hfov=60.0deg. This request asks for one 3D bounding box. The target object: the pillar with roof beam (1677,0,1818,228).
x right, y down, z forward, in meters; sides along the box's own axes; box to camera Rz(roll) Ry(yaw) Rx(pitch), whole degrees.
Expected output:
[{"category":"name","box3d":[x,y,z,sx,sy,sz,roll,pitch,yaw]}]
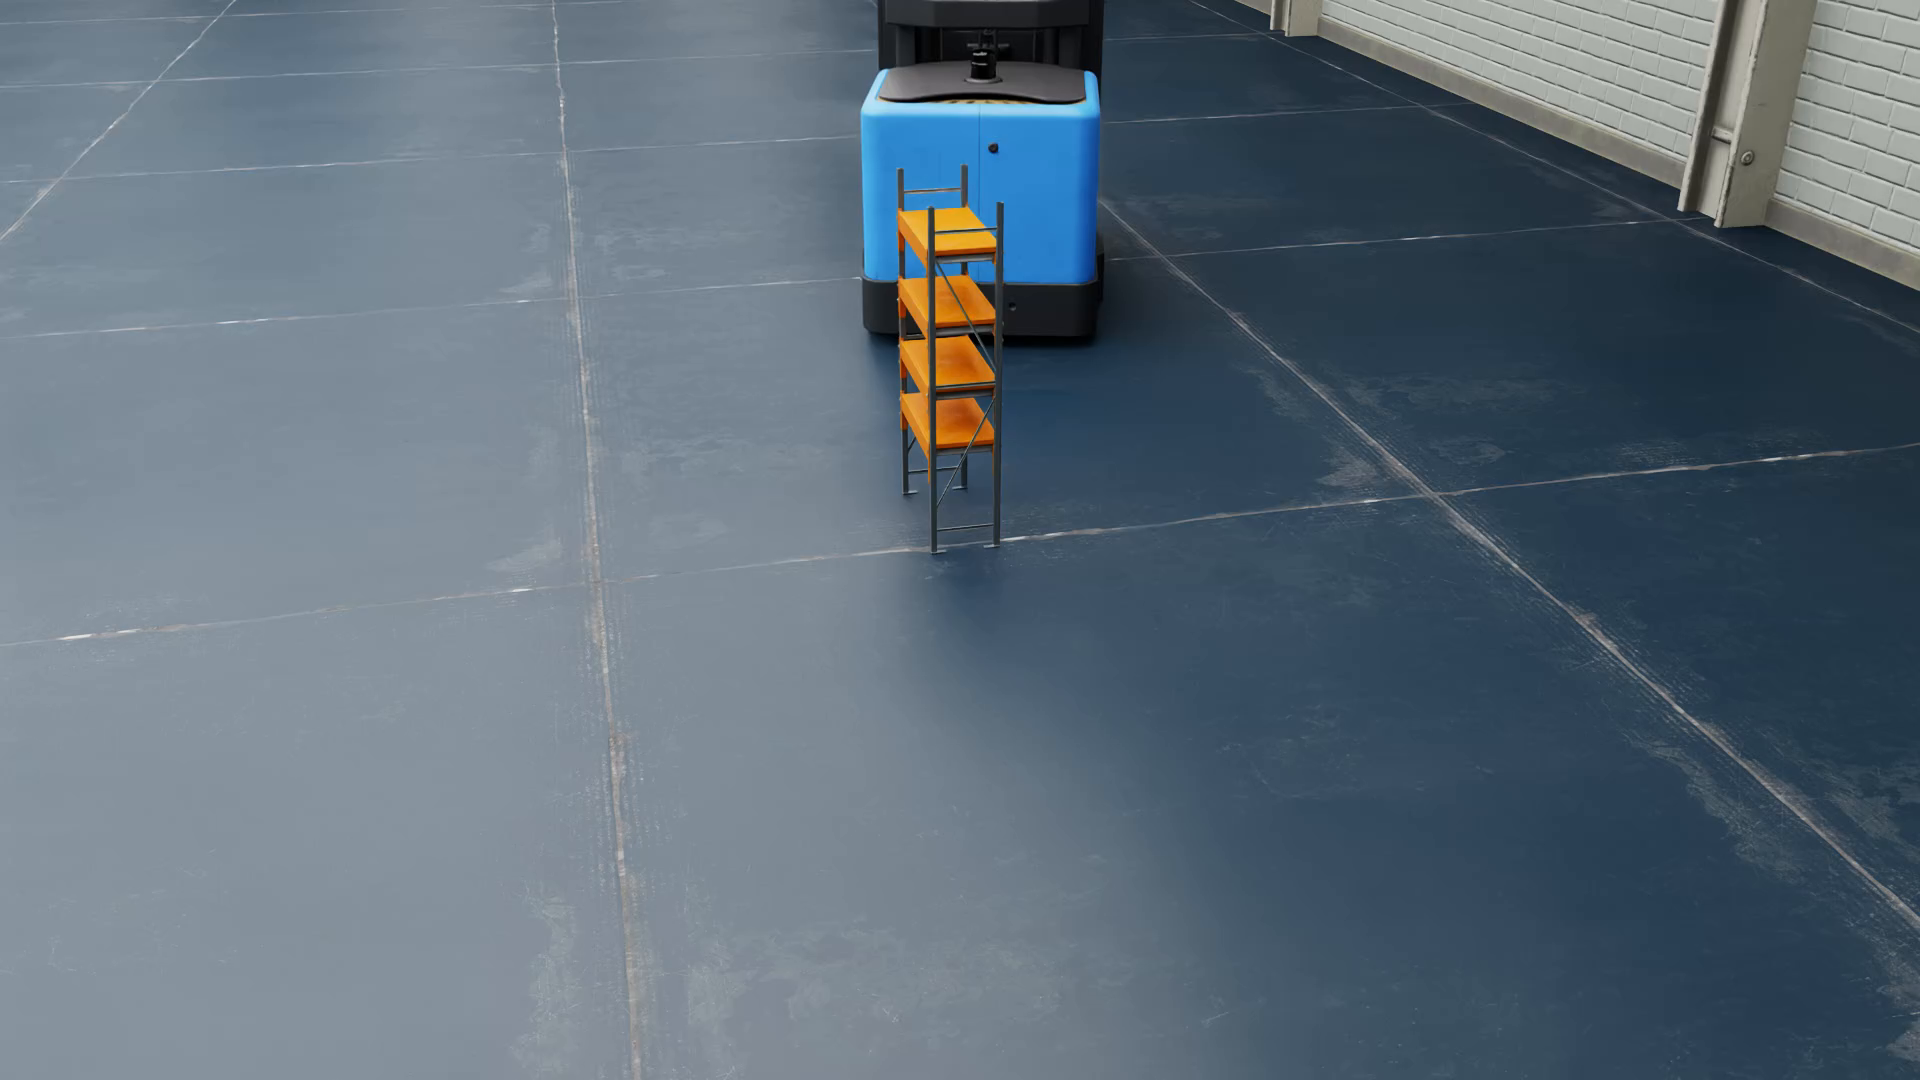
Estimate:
[{"category":"pillar with roof beam","box3d":[0.093,-5.401,6.463,9.100,9.000,0.400,-6,27,-12]}]

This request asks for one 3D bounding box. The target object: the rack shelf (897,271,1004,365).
[{"category":"rack shelf","box3d":[-0.037,-0.748,5.553,0.258,0.148,0.480,-6,27,-12]}]

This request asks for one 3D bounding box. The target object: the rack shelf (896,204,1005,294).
[{"category":"rack shelf","box3d":[-0.037,-0.959,5.447,0.258,0.148,0.480,-6,27,-12]}]

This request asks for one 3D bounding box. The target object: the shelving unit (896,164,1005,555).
[{"category":"shelving unit","box3d":[-0.037,-0.608,5.624,0.258,1.200,0.503,-6,27,-12]}]

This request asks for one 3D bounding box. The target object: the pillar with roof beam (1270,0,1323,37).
[{"category":"pillar with roof beam","box3d":[-1.259,-8.035,11.681,9.100,9.000,0.400,-6,27,-12]}]

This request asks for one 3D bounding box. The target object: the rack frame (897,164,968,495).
[{"category":"rack frame","box3d":[-0.092,-0.715,5.836,0.240,1.200,0.015,-6,27,-12]}]

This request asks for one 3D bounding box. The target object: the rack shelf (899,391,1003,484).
[{"category":"rack shelf","box3d":[-0.037,-0.371,5.743,0.258,0.148,0.480,-6,27,-12]}]

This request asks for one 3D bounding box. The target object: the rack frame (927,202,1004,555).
[{"category":"rack frame","box3d":[0.018,-0.501,5.411,0.240,1.200,0.015,-6,27,-12]}]

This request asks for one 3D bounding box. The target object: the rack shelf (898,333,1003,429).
[{"category":"rack shelf","box3d":[-0.037,-0.548,5.654,0.258,0.148,0.480,-6,27,-12]}]

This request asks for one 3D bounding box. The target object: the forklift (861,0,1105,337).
[{"category":"forklift","box3d":[0.160,-2.838,8.119,1.130,2.935,3.031,1,27,3]}]
